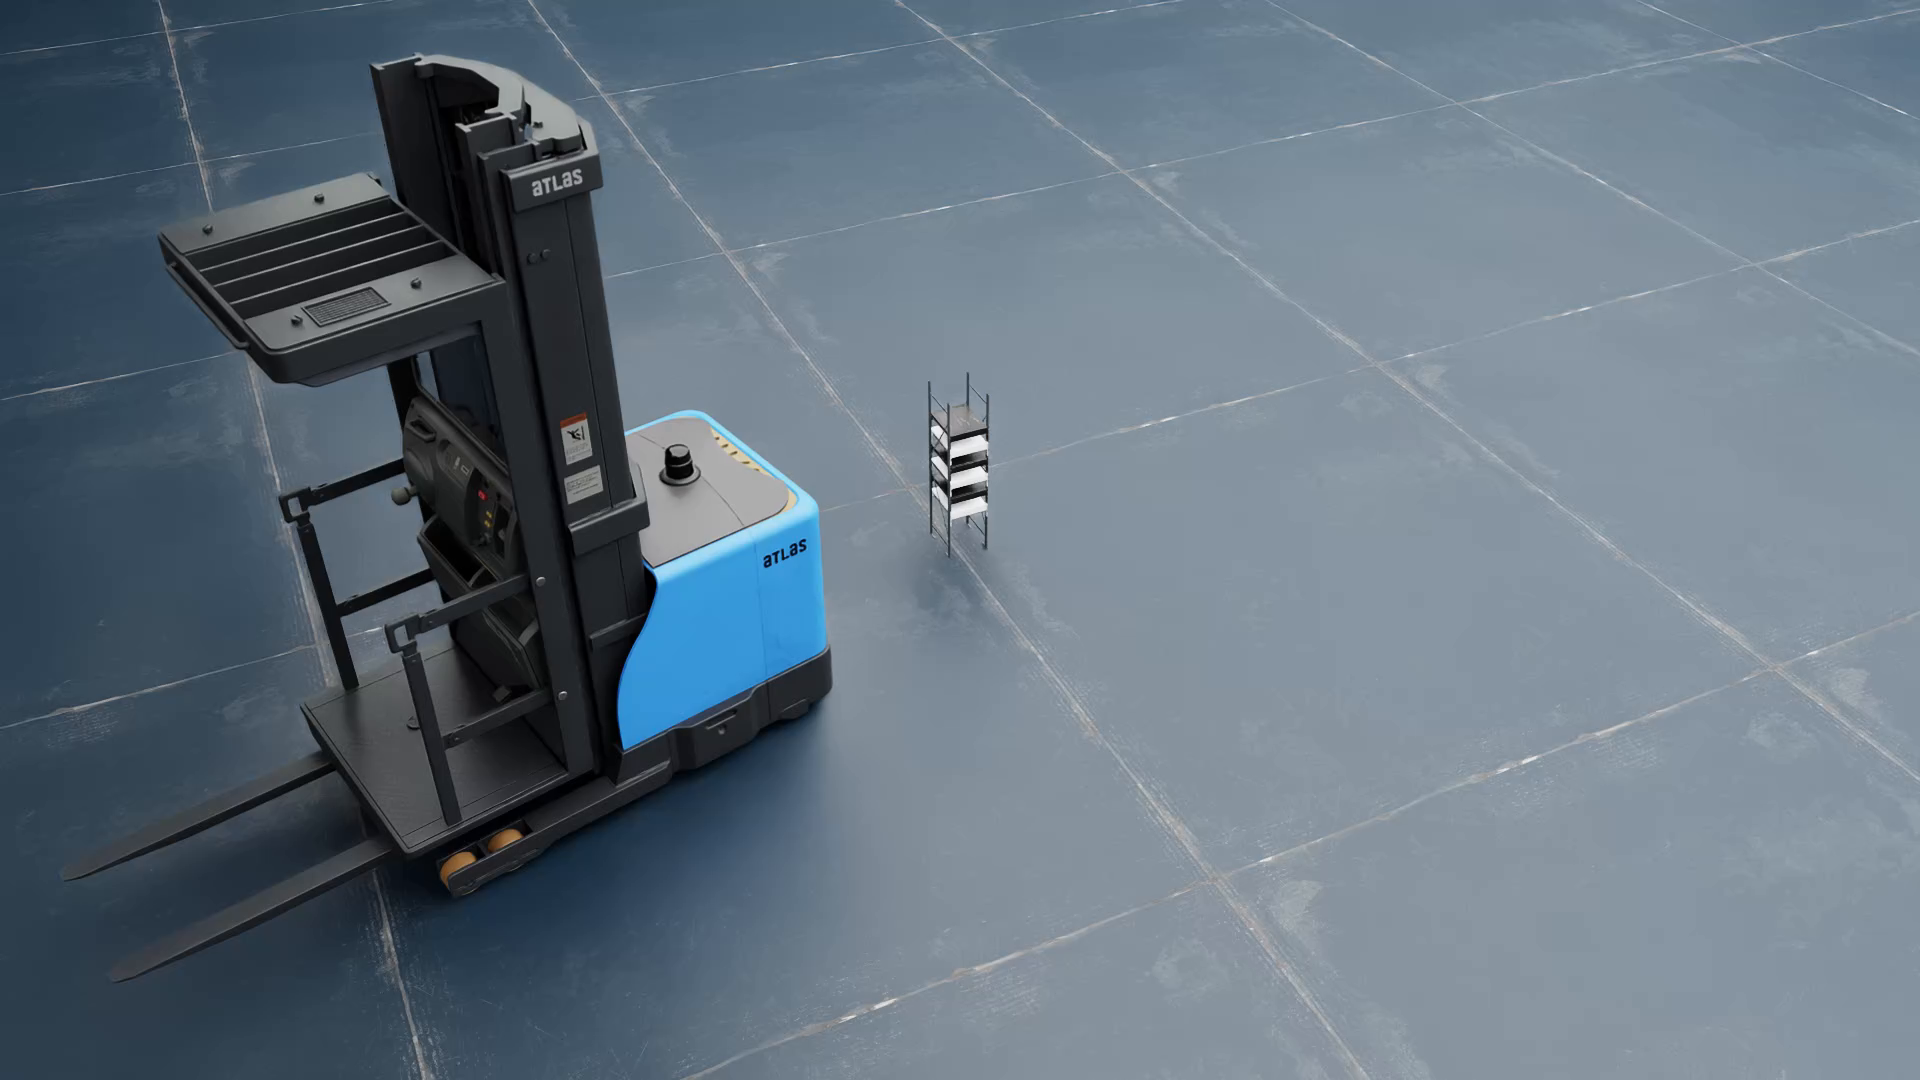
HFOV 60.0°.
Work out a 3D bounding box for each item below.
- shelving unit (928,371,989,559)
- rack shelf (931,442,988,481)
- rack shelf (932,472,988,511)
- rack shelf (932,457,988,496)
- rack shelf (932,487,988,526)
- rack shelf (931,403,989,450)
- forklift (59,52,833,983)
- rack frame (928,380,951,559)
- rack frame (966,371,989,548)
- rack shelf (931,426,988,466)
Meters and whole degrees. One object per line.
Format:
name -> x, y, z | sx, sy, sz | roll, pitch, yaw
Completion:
shelving unit -> -0.007, -0.359, 8.122 | 0.210, 0.900, 0.258 | -16, 39, -20
rack shelf -> -0.007, -0.405, 8.088 | 0.200, 0.077, 0.258 | -16, 39, -20
rack shelf -> -0.007, -0.260, 8.196 | 0.200, 0.077, 0.258 | -16, 39, -20
rack shelf -> -0.007, -0.333, 8.142 | 0.200, 0.077, 0.258 | -16, 39, -20
rack shelf -> -0.007, -0.188, 8.249 | 0.200, 0.077, 0.258 | -16, 39, -20
rack shelf -> -0.007, -0.549, 7.981 | 0.200, 0.077, 0.258 | -16, 39, -20
forklift -> -2.034, -0.145, 6.128 | 3.031, 2.935, 1.130 | -25, 44, -30
rack frame -> -0.099, -0.334, 8.088 | 0.006, 0.900, 0.240 | -16, 39, -20
rack frame -> 0.085, -0.385, 8.157 | 0.006, 0.900, 0.240 | -16, 39, -20
rack shelf -> -0.007, -0.477, 8.035 | 0.200, 0.077, 0.258 | -16, 39, -20
